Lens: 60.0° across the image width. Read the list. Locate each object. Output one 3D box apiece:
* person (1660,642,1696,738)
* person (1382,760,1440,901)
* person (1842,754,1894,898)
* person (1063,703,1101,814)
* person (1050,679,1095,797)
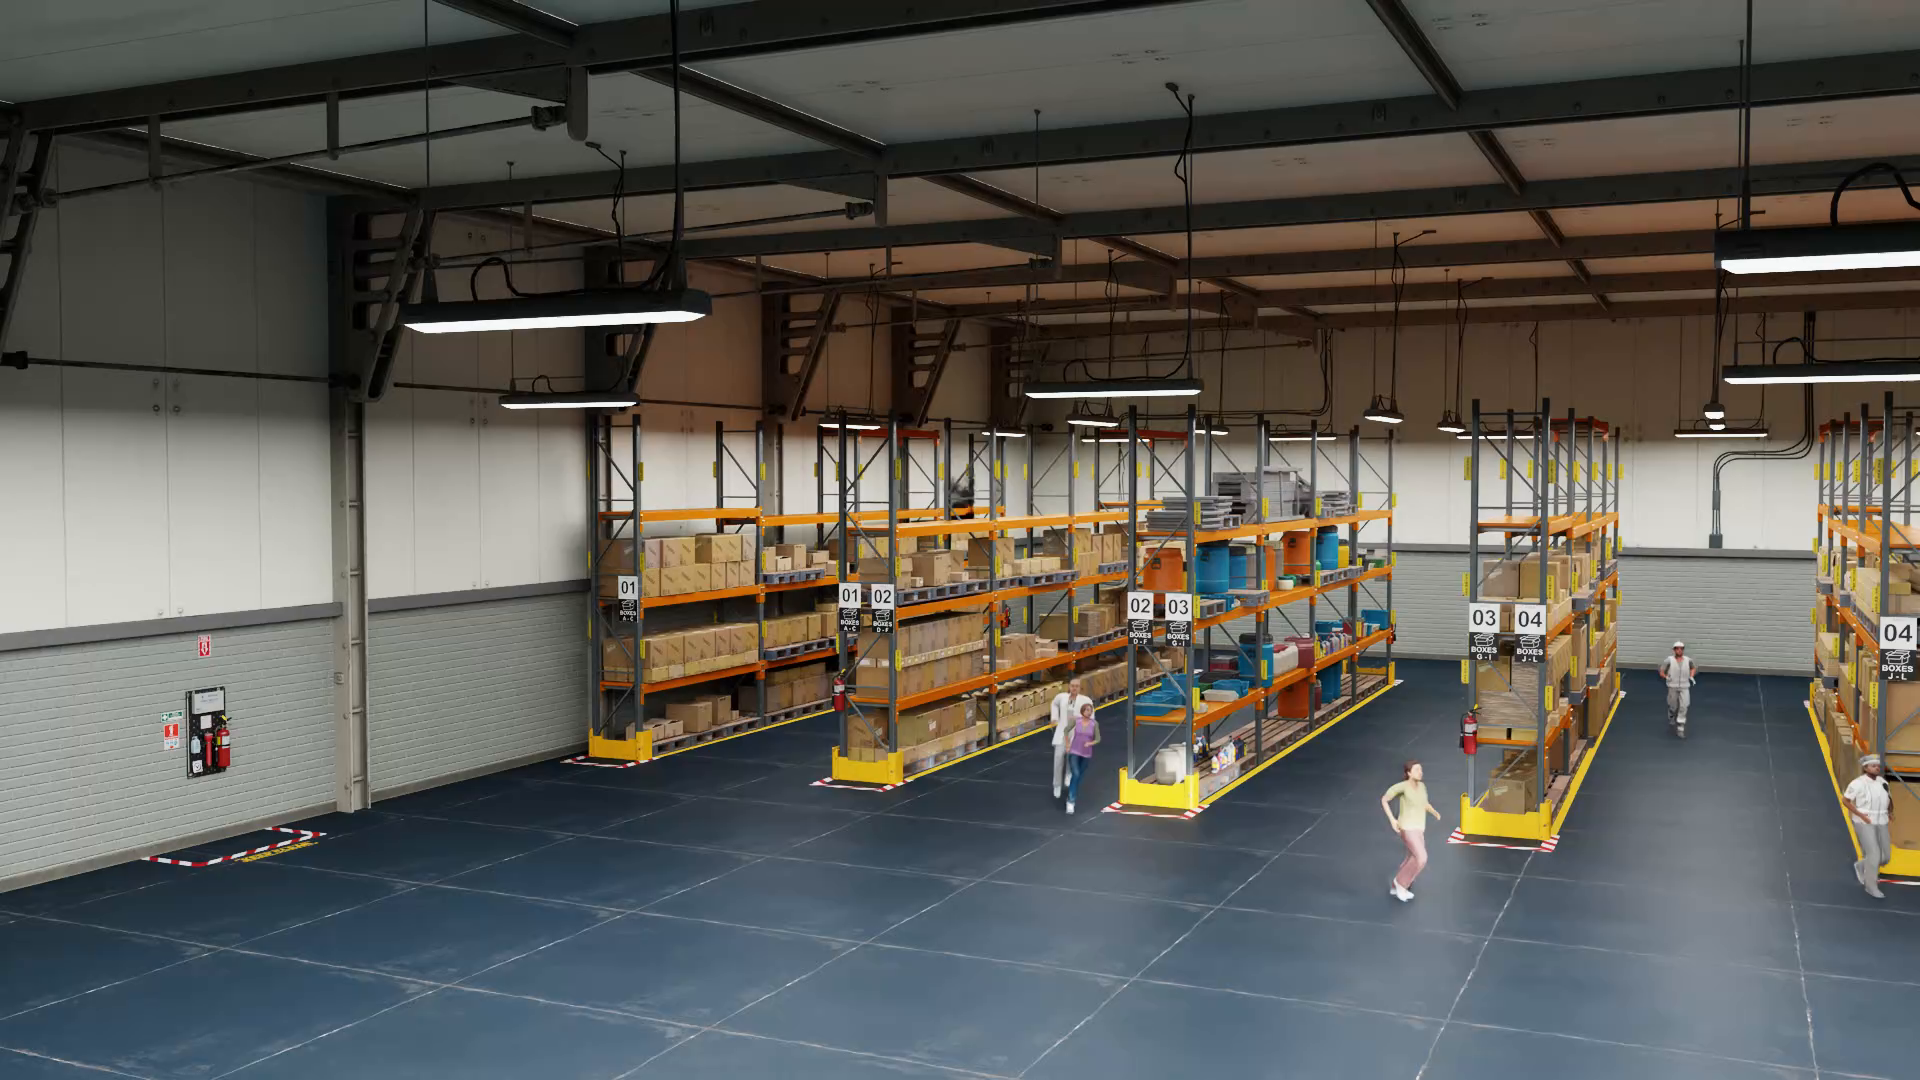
[{"bbox_3d":[13.595,2.812,31.470,0.656,1.778,0.940,1,2,14],"label":"person"},{"bbox_3d":[5.274,3.374,19.343,0.582,1.640,0.604,-2,3,-36],"label":"person"},{"bbox_3d":[10.805,3.377,19.785,0.601,1.698,0.583,0,2,-11],"label":"person"},{"bbox_3d":[1.792,3.209,24.593,0.526,1.619,0.656,0,2,-10],"label":"person"},{"bbox_3d":[1.748,3.067,25.960,0.716,1.822,0.961,0,2,10],"label":"person"}]
